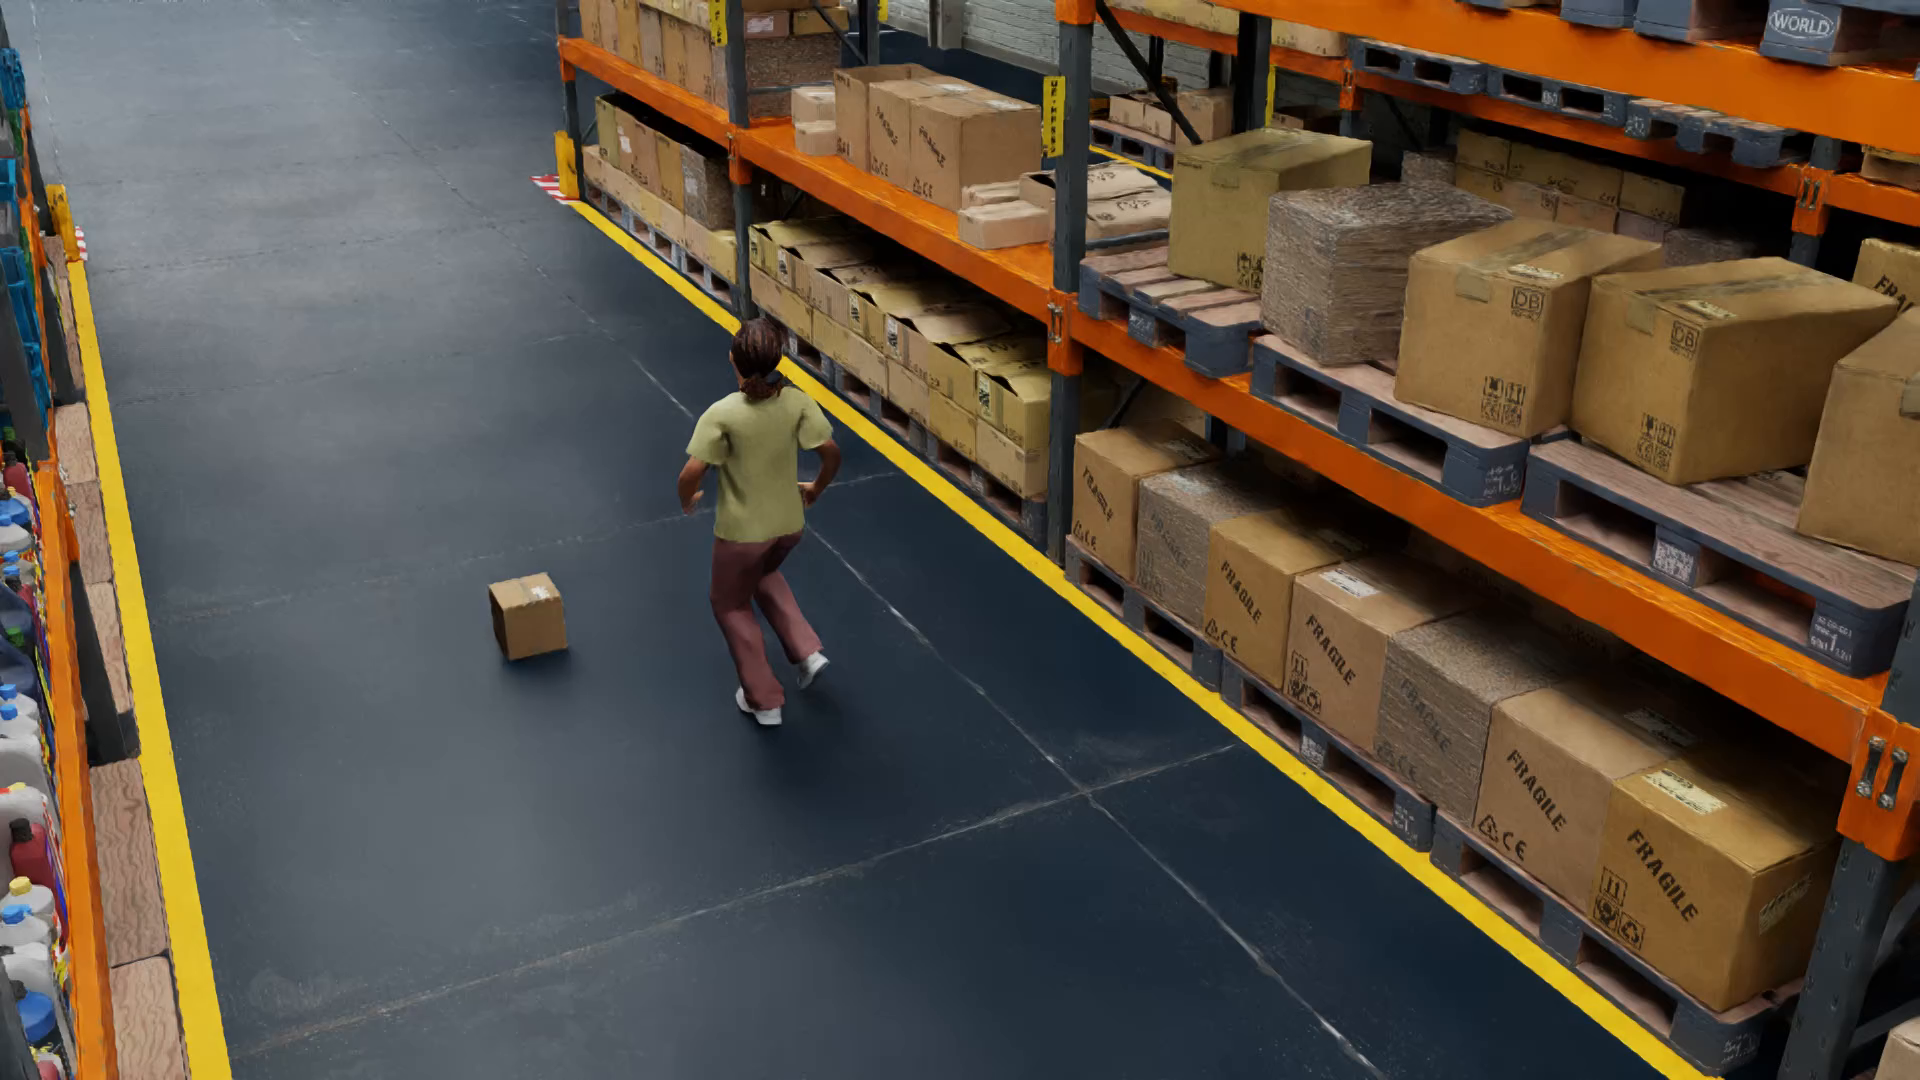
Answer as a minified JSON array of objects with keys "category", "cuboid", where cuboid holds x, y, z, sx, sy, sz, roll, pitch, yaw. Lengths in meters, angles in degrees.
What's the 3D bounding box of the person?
[{"category":"person","cuboid":[-0.793,-0.053,6.268,0.609,1.633,0.468,-20,32,-36]}]
